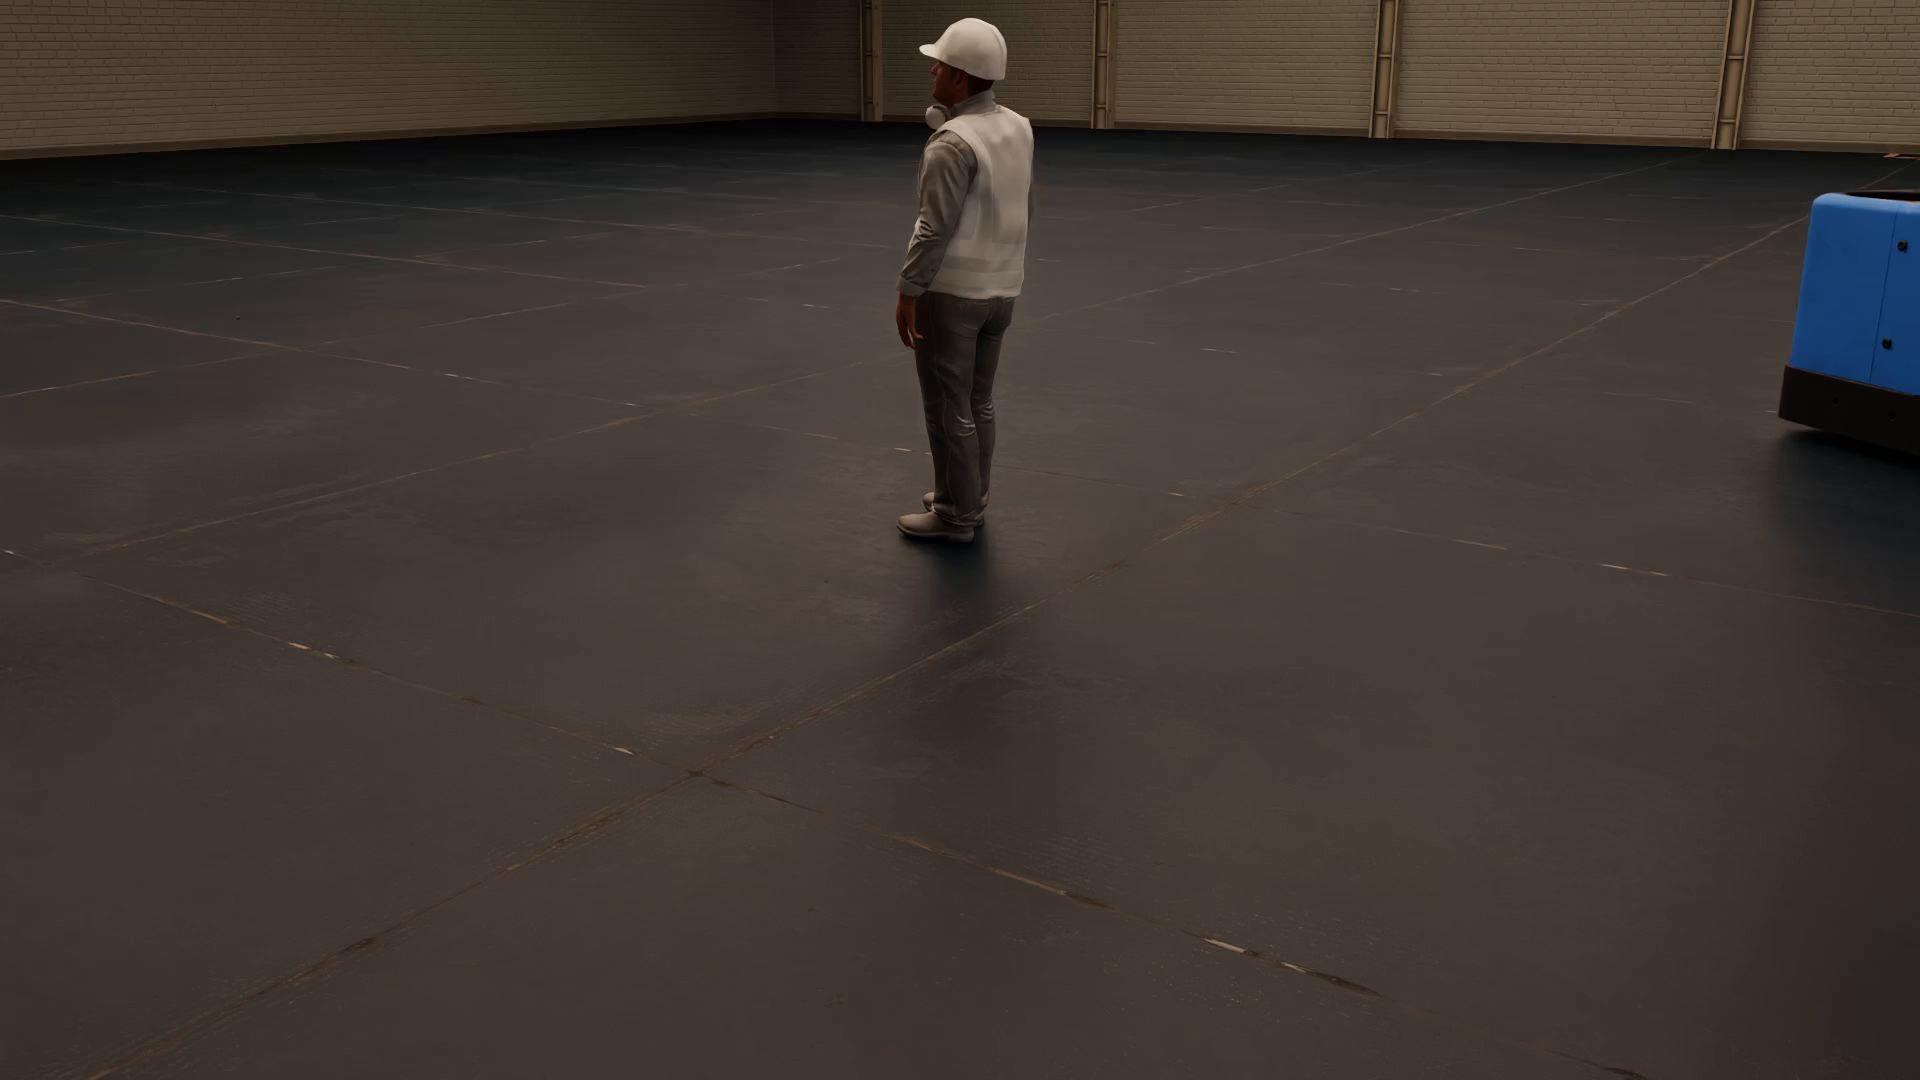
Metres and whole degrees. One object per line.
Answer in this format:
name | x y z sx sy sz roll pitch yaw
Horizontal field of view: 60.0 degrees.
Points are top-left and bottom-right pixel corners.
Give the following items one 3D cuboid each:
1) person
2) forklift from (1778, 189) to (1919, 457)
person | -0.046 -0.869 5.732 0.568 1.773 0.632 11 20 33
forklift | 5.297 -1.895 7.169 3.031 2.935 1.130 -5 17 -17
